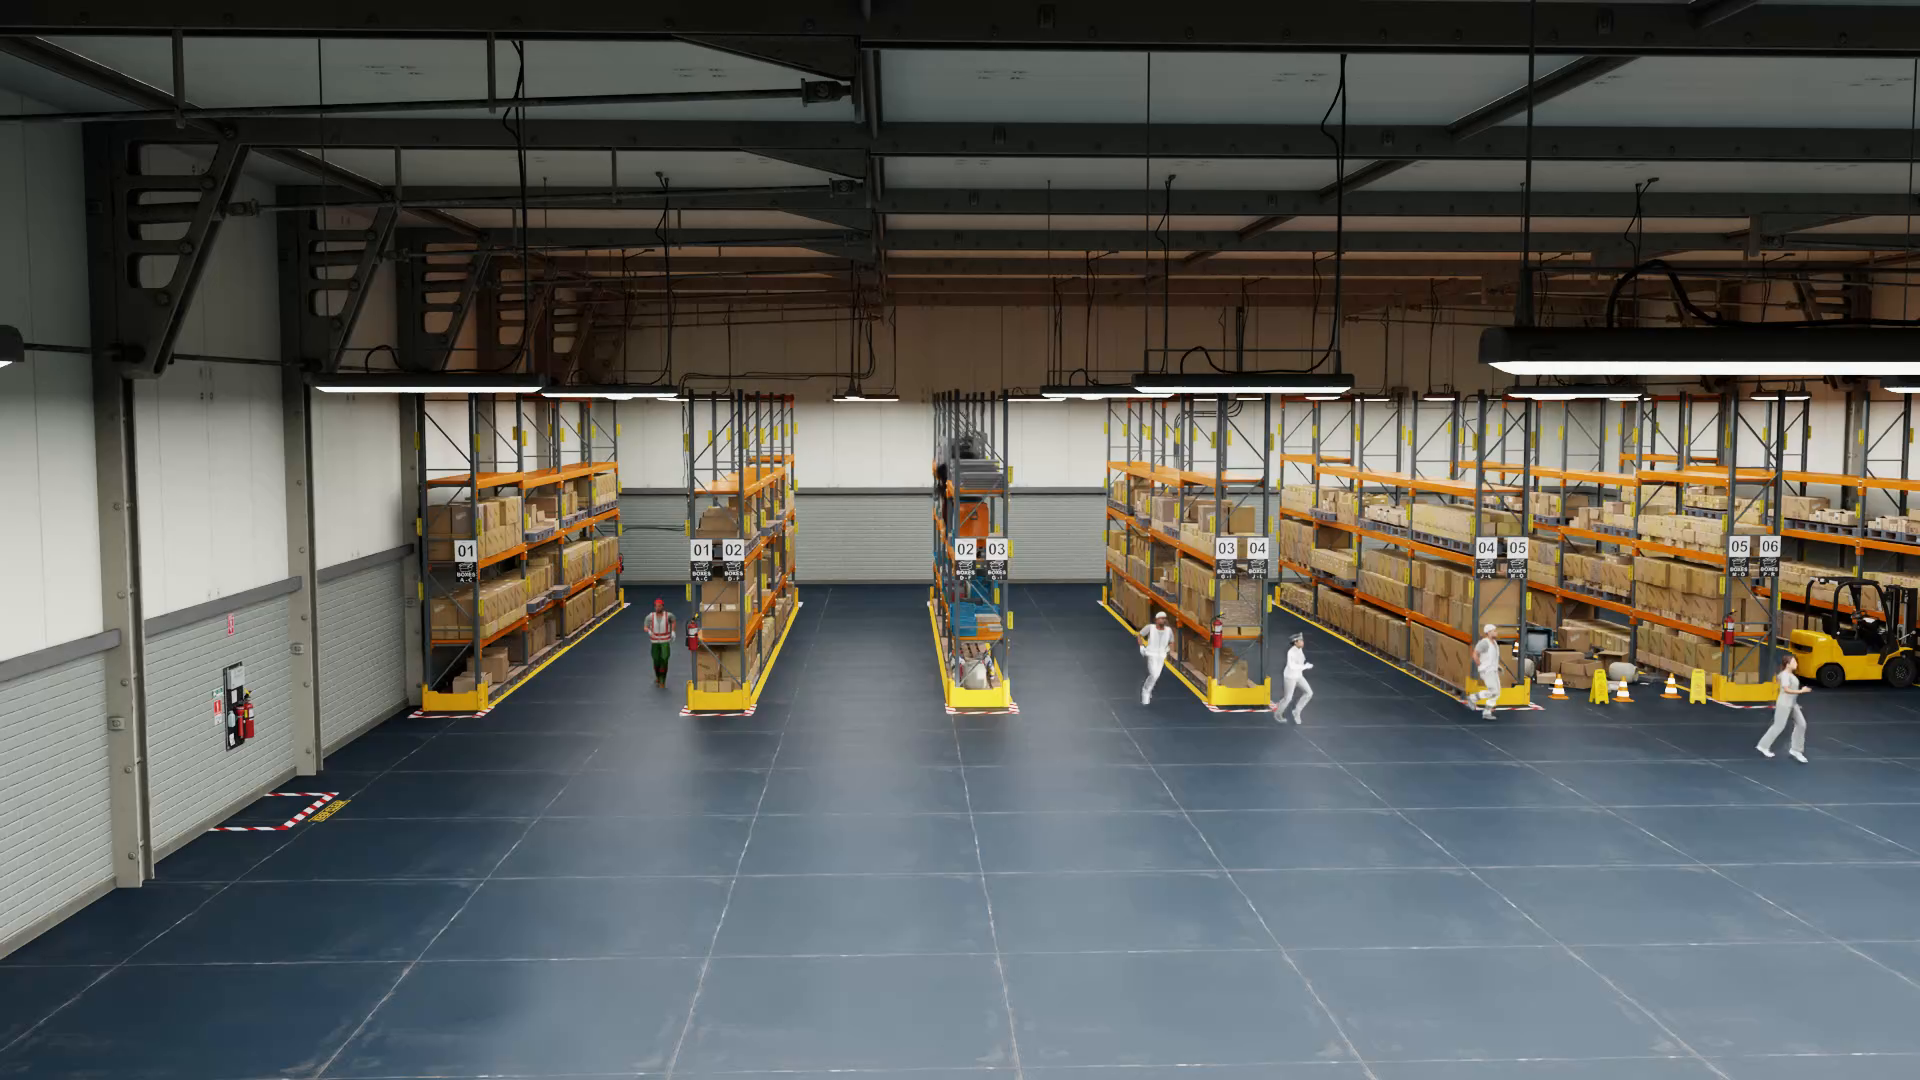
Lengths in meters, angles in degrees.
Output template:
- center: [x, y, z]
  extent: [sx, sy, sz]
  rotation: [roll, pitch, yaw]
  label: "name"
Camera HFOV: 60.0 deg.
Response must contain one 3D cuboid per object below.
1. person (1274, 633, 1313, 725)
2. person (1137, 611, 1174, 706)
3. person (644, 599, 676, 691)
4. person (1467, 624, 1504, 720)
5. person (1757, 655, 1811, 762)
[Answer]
- center: [5.952, 2.461, 29.630]
  extent: [0.780, 1.665, 0.642]
  rotation: [4, 6, 38]
  label: "person"
- center: [3.773, 2.259, 31.841]
  extent: [0.697, 1.786, 0.665]
  rotation: [-2, 5, -20]
  label: "person"
- center: [-6.074, 2.092, 33.646]
  extent: [0.608, 1.833, 0.855]
  rotation: [0, 5, -2]
  label: "person"
- center: [9.655, 2.392, 30.376]
  extent: [0.601, 1.708, 0.704]
  rotation: [5, 7, 44]
  label: "person"
- center: [13.272, 2.701, 26.766]
  extent: [0.775, 1.731, 0.580]
  rotation: [4, 6, 41]
  label: "person"
